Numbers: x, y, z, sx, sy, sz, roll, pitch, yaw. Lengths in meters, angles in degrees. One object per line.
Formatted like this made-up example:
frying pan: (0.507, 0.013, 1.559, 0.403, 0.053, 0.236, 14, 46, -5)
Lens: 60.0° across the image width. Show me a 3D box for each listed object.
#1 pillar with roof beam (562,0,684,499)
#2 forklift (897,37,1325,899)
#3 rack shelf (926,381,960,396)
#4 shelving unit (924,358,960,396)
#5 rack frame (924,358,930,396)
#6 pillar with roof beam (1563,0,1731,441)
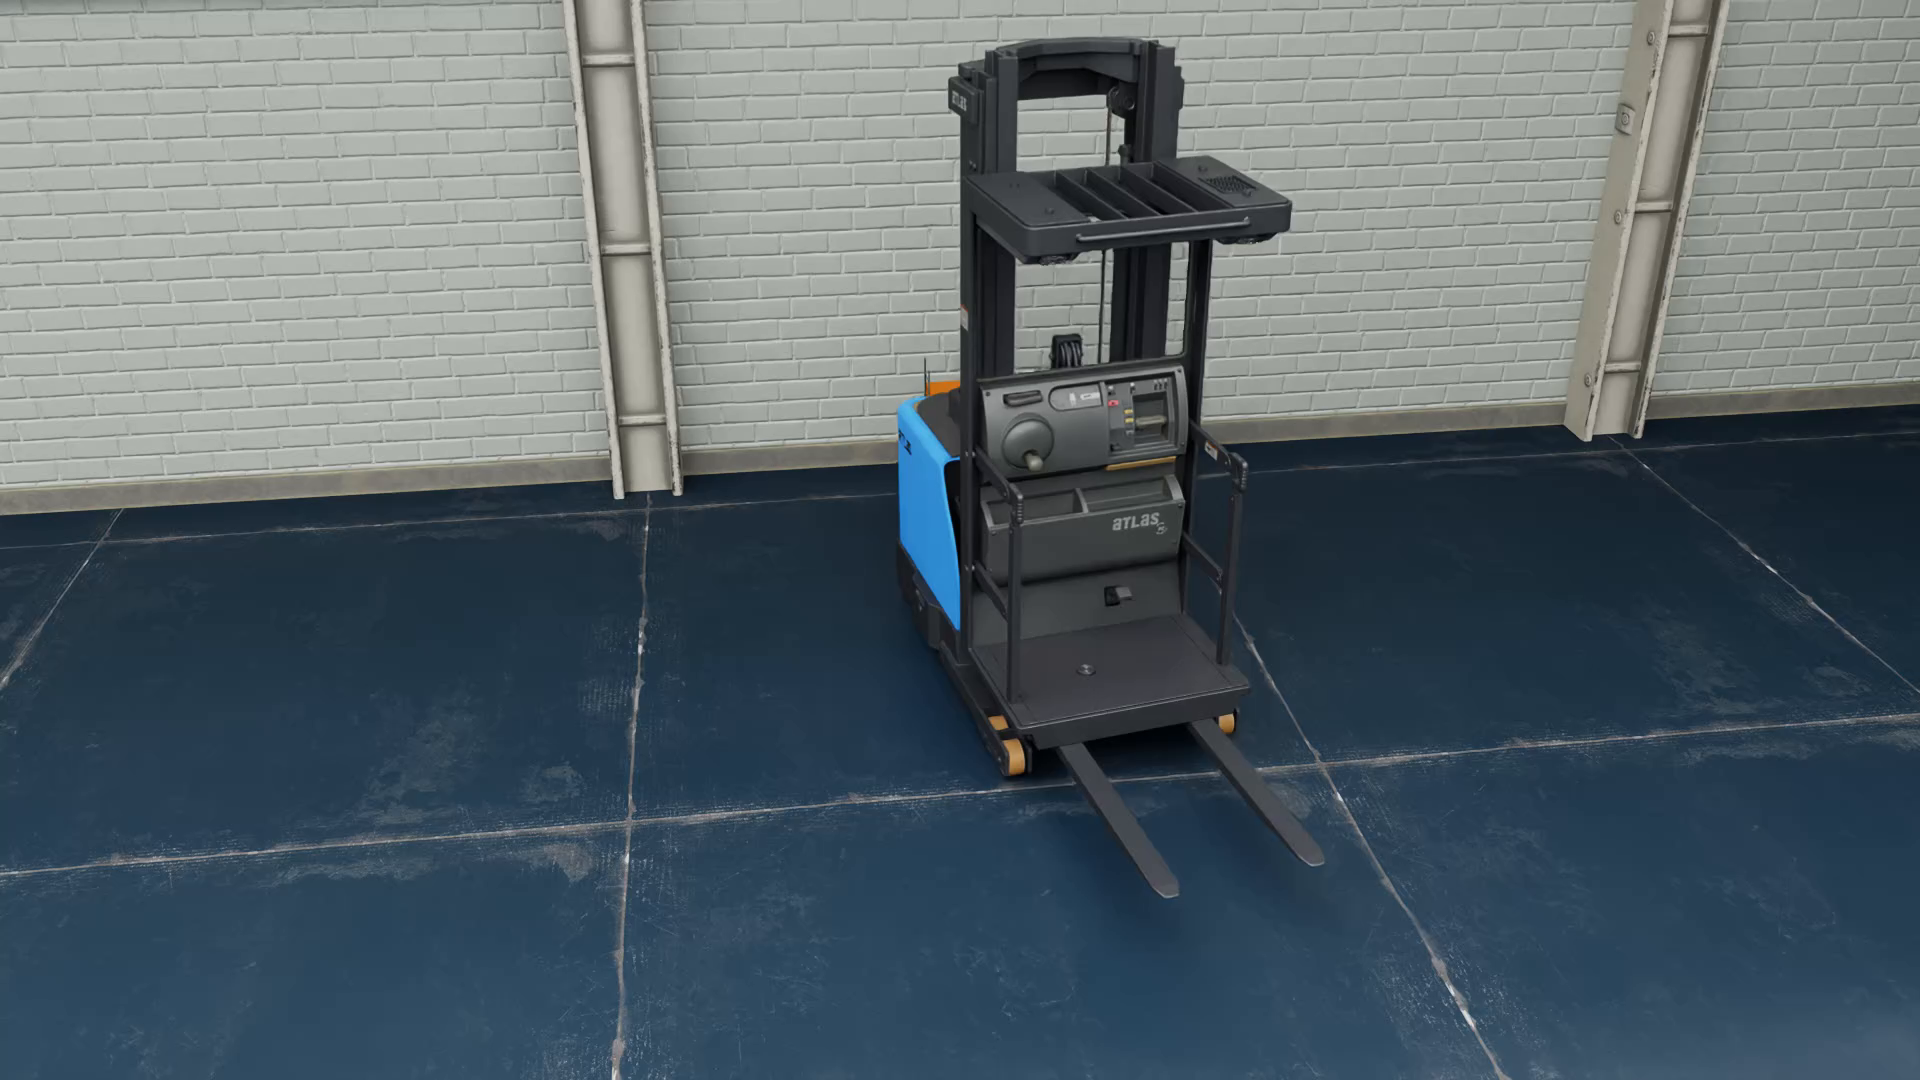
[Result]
pillar with roof beam: (-1.245, -2.379, 4.029, 0.400, 9.000, 9.100, -4, 27, -7)
forklift: (0.613, -0.480, 6.976, 1.130, 2.935, 3.031, -8, 28, -16)
rack shelf: (-0.053, -0.707, 8.879, 0.240, 0.259, 0.215, -4, 27, -7)
shelving unit: (-0.053, -0.464, 9.004, 0.252, 1.050, 0.215, -4, 27, -7)
rack frame: (-0.174, -0.456, 8.989, 0.008, 1.050, 0.200, -4, 27, -7)
pillar with roof beam: (4.696, -2.760, 4.773, 0.400, 9.000, 9.100, -4, 27, -7)
